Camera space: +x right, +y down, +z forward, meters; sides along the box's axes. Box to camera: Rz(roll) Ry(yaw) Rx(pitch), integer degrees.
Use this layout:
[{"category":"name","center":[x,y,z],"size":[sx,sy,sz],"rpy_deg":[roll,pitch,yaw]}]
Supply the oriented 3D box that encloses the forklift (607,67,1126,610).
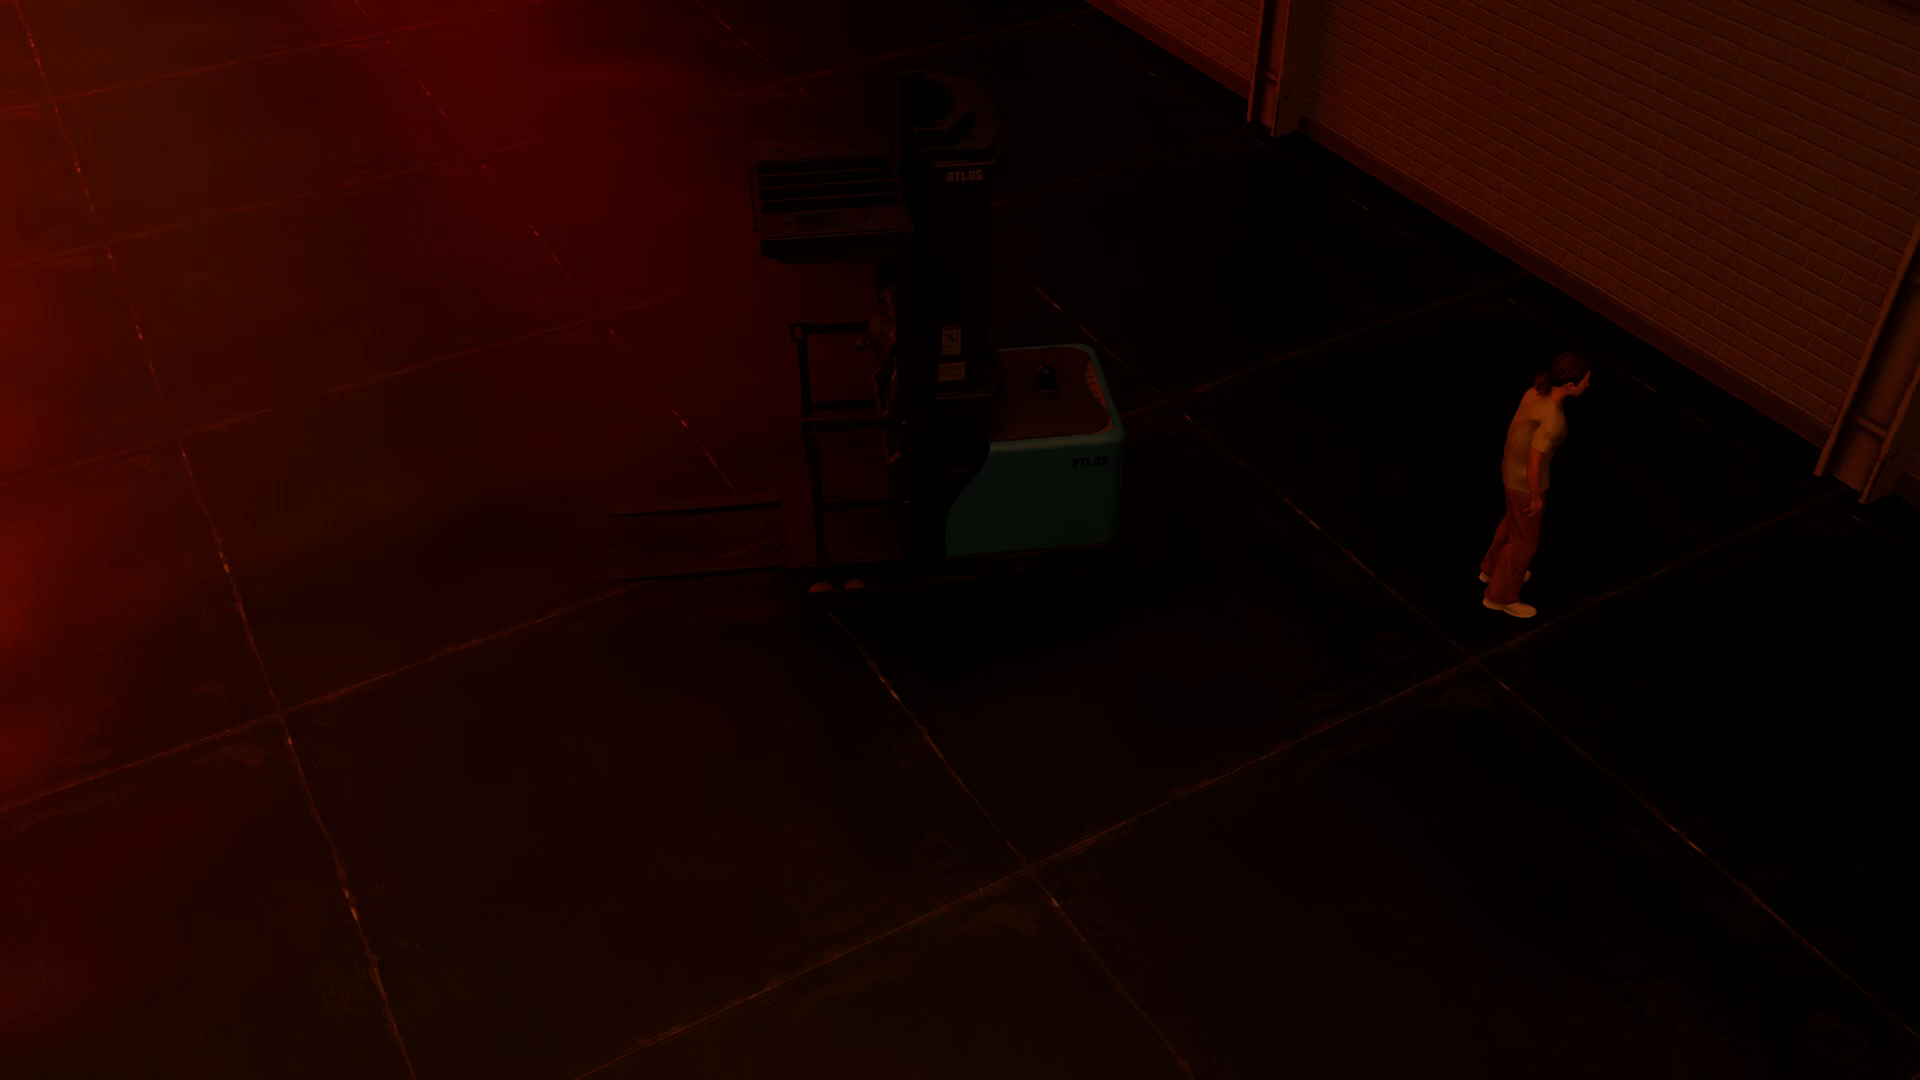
[{"category":"forklift","center":[-0.604,-1.075,9.332],"size":[3.031,2.935,1.130],"rpy_deg":[-5,40,-6]}]

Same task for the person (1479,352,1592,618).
[{"category":"person","center":[3.246,-0.343,9.437],"size":[0.363,1.672,0.499],"rpy_deg":[5,40,6]}]
